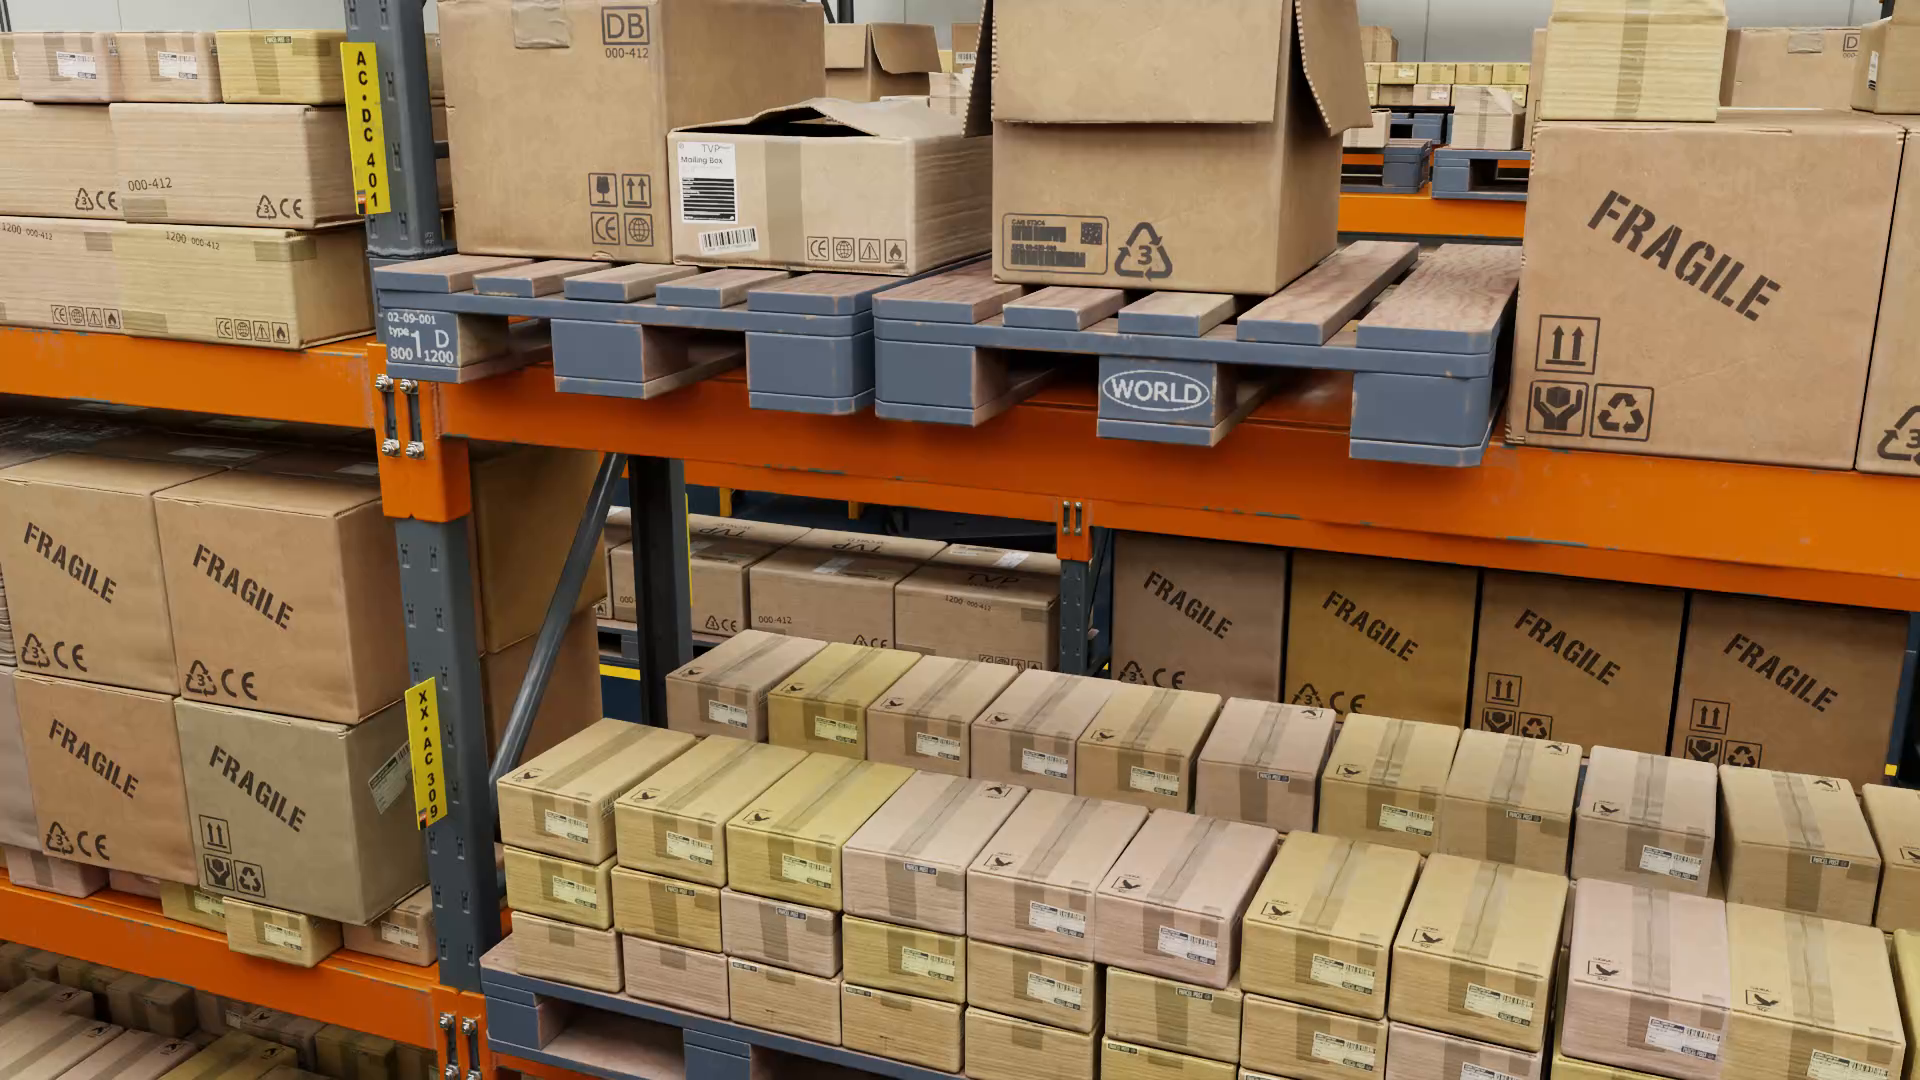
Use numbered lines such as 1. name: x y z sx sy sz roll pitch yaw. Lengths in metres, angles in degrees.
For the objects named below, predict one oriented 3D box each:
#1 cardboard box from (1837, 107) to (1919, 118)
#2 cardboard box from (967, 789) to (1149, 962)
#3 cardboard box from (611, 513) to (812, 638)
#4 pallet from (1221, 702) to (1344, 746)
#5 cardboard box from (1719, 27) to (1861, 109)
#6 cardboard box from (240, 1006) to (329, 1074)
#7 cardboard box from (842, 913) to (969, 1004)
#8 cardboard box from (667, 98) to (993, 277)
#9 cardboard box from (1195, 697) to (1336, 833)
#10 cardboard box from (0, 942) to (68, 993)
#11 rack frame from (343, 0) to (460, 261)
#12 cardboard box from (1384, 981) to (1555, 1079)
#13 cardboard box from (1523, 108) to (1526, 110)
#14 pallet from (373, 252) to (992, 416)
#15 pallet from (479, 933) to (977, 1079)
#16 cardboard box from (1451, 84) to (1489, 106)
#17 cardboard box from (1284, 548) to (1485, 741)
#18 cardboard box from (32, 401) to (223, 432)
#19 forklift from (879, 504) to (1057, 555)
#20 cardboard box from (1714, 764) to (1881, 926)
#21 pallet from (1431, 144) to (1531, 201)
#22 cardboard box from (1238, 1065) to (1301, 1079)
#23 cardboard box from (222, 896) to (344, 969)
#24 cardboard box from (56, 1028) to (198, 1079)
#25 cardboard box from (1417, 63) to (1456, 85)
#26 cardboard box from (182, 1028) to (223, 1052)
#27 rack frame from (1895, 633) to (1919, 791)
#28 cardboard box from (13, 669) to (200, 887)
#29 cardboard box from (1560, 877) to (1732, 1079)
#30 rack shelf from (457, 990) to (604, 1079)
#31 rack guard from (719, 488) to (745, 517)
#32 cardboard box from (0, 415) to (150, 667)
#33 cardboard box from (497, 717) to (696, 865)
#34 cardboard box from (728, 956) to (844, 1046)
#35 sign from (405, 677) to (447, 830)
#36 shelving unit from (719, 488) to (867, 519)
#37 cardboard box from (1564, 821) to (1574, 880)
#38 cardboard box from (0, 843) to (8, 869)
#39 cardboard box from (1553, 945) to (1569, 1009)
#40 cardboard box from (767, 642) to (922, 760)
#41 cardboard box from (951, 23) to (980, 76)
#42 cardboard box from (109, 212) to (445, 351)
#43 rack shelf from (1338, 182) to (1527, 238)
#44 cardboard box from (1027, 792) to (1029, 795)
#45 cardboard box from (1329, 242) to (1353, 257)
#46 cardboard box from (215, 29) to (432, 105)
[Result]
1. cardboard box: 1.848 -0.515 3.008 0.500 0.500 0.500 6 17 21
2. cardboard box: 0.195 0.640 3.220 0.250 0.149 0.380 6 17 20
3. cardboard box: -1.465 0.199 9.949 0.875 0.438 0.875 7 18 22
4. pallet: 1.496 0.845 8.883 1.213 0.211 1.003 6 17 21
5. cardboard box: 3.481 -1.886 6.978 0.500 0.500 0.700 5 17 18
6. cardboard box: -1.955 1.456 5.070 0.250 0.149 0.380 6 17 19
7. cardboard box: -0.049 0.755 3.355 0.250 0.149 0.380 5 17 18
8. cardboard box: -0.230 -0.714 3.279 0.500 0.311 0.500 6 17 20
9. cardboard box: 0.686 0.498 3.708 0.250 0.149 0.380 5 17 18
10. cardboard box: -2.914 1.348 5.444 0.250 0.149 0.380 6 17 19
11. rack frame: -0.971 -2.140 3.405 0.127 3.000 1.000 6 17 21
12. cardboard box: 0.922 0.862 2.987 0.250 0.149 0.380 7 18 22
13. cardboard box: 2.565 -1.929 7.723 0.250 0.166 0.380 8 18 25
14. pallet: -0.436 -0.519 3.537 1.003 0.211 1.213 6 17 21
15. pallet: -0.314 0.949 3.869 1.213 0.211 1.003 6 17 21
16. cardboard box: 3.652 -3.173 11.861 0.250 0.149 0.380 6 17 20
17. cardboard box: 2.200 0.399 8.478 0.875 0.875 0.875 7 18 22
18. cardboard box: -2.247 -0.148 4.797 0.500 0.500 0.500 7 17 22
19. forklift: 0.092 -1.217 11.108 1.130 2.935 3.031 -2 16 -7
20. cardboard box: 1.667 0.606 3.338 0.250 0.149 0.380 6 17 18
21. pallet: 2.812 -1.660 7.469 1.213 0.211 1.003 7 18 23
22. cardboard box: 0.676 0.978 3.121 0.250 0.149 0.380 5 17 18
23. cardboard box: -1.603 0.895 4.161 0.250 0.149 0.380 6 17 19
24. cardboard box: -2.383 1.564 4.700 0.250 0.149 0.380 5 17 18
25. cardboard box: 3.429 -3.344 11.916 0.250 0.149 0.380 6 17 20
26. cardboard box: -2.197 1.565 5.231 0.250 0.149 0.380 7 18 23
27. rack frame: 4.472 -0.144 7.290 0.127 3.000 1.000 6 17 21
28. cardboard box: -2.008 0.520 4.288 0.500 0.500 0.500 6 17 19
29. cardboard box: 1.177 0.747 2.852 0.250 0.149 0.380 6 17 21
30. rack shelf: 0.889 1.291 3.637 4.000 0.370 1.077 6 17 21
31. rack guard: -1.785 -0.380 13.033 0.087 0.250 0.587 1 16 4
32. cardboard box: -2.462 -0.016 4.341 0.500 0.500 0.500 7 18 22
33. cardboard box: -0.774 0.534 3.585 0.250 0.149 0.380 7 18 23
34. cardboard box: -0.283 0.873 3.484 0.250 0.149 0.380 6 17 21
35. sign: -1.163 0.467 3.633 0.005 0.325 0.100 6 17 21
36. shelving unit: -1.288 -0.970 12.826 1.083 1.500 0.587 1 16 4
37. cardboard box: 1.175 0.693 3.569 0.250 0.149 0.380 6 17 20
38. cardboard box: -2.541 0.759 4.628 0.250 0.149 0.380 6 17 20
39. cardboard box: 1.407 0.862 3.521 0.250 0.149 0.380 7 18 22
40. cardboard box: -0.276 0.392 4.074 0.250 0.149 0.380 6 17 19
41. cardboard box: 0.281 -2.406 8.589 0.500 0.500 0.500 7 17 22
42. cardboard box: -1.527 -0.608 3.776 0.500 0.250 0.500 7 17 22
43. rack shelf: 2.611 -1.444 7.676 4.000 0.370 1.077 6 17 21
44. cardboard box: 0.203 0.586 3.938 0.250 0.149 0.380 6 17 19
45. cardboard box: 2.937 -1.983 12.692 0.500 0.500 0.700 7 18 22
46. cardboard box: -1.363 -1.020 3.584 0.250 0.149 0.380 5 17 18
